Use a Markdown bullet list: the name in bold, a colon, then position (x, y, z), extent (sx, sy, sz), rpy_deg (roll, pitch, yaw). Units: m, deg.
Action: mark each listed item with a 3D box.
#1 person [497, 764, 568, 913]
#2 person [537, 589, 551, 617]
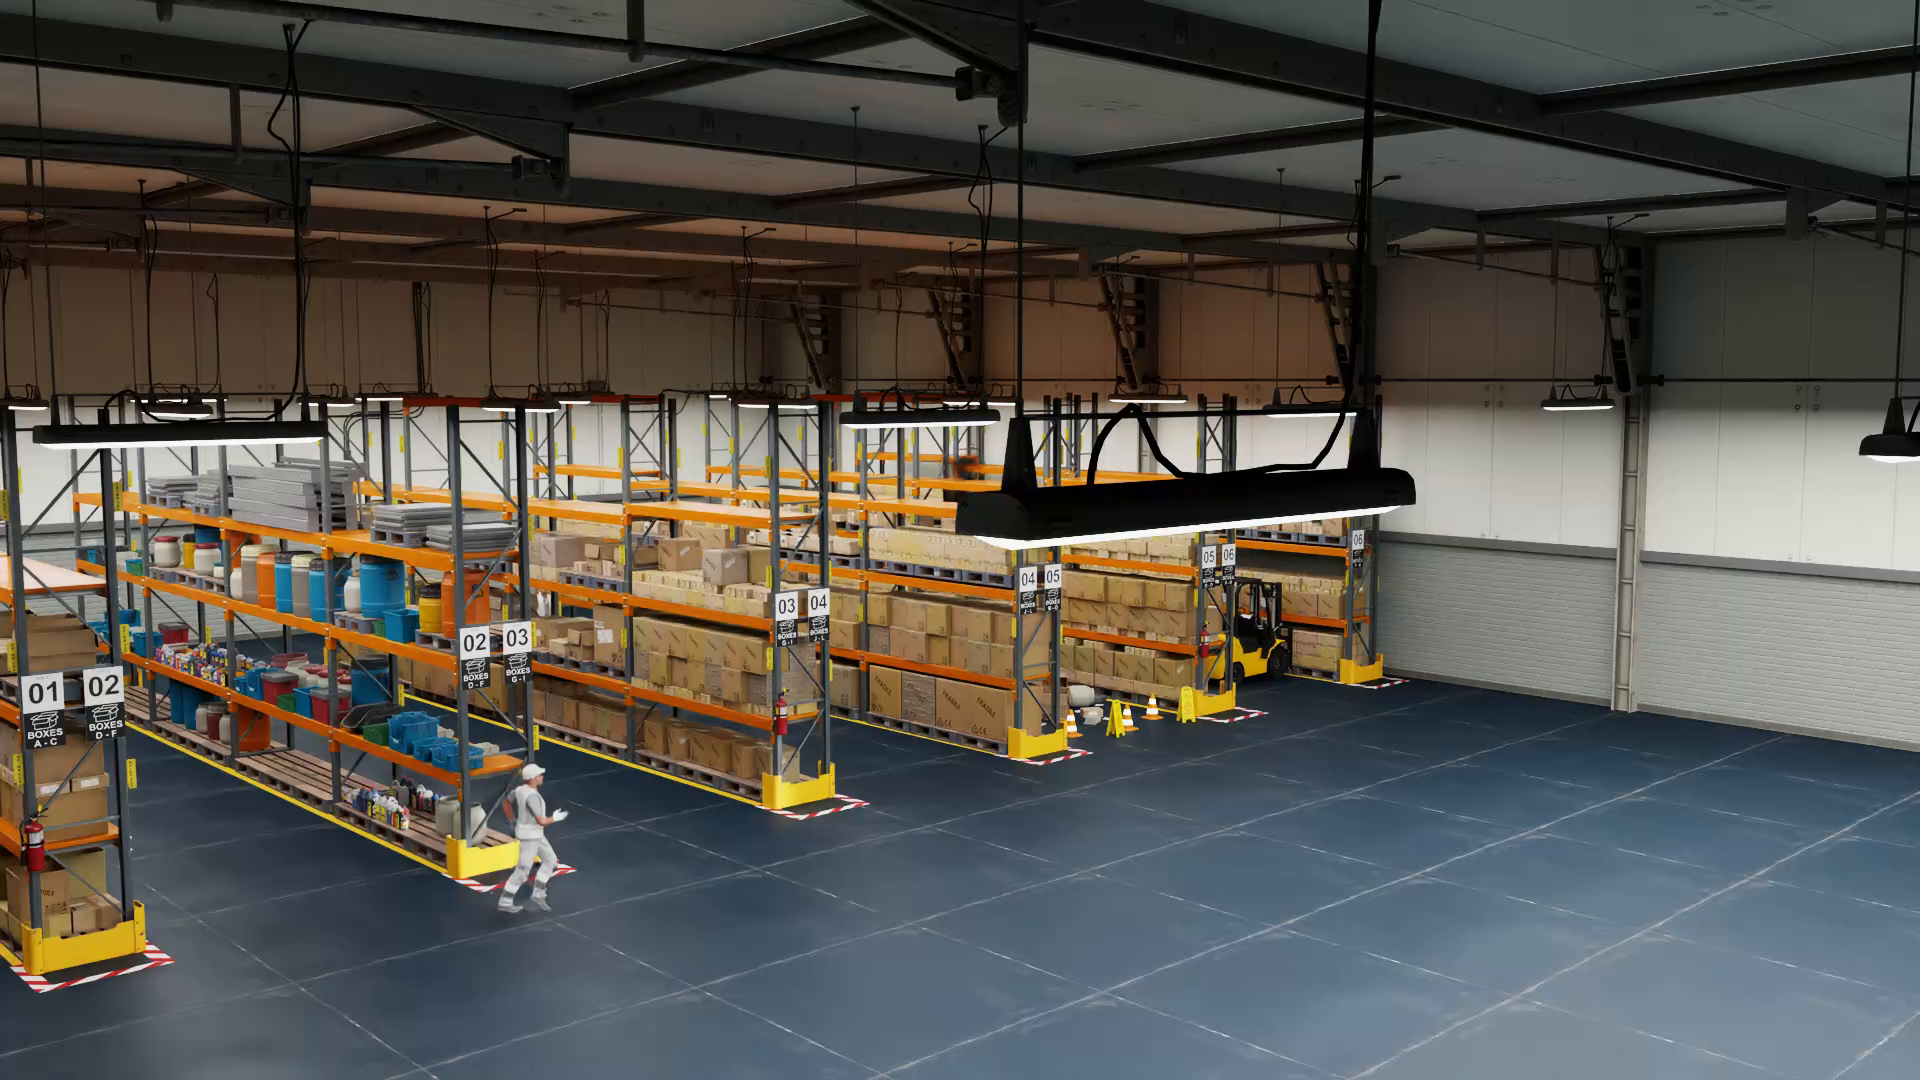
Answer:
- **person**: position (-5.058, 3.544, 19.649), extent (0.842, 1.827, 0.632), rpy_deg (-2, 6, -19)
- **person**: position (-9.245, 1.877, 36.913), extent (0.692, 1.847, 0.832), rpy_deg (-5, 8, -44)
